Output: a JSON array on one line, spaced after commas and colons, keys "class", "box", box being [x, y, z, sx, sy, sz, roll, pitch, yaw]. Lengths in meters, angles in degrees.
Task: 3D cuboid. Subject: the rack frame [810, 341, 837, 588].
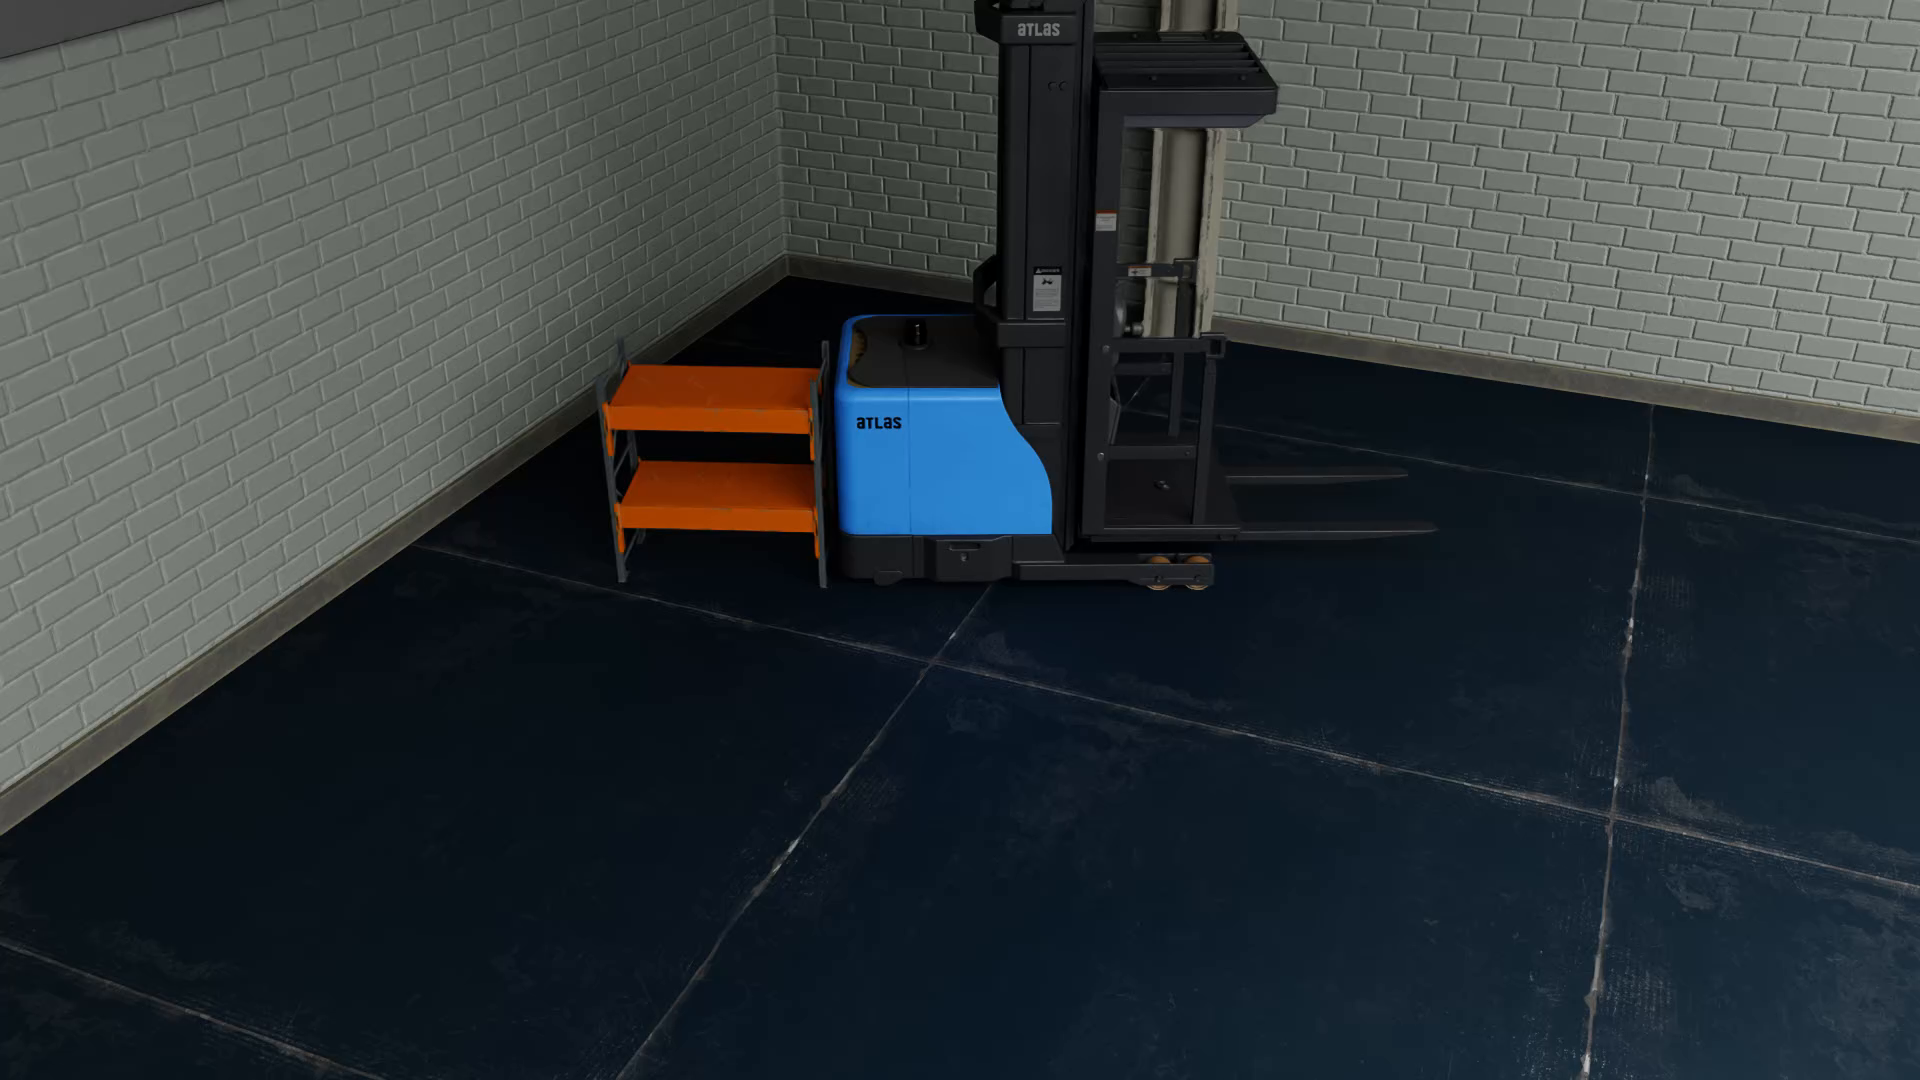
[{"class": "rack frame", "box": [-0.675, -0.371, 8.264, 0.032, 1.125, 0.500, 1, 30, 3]}]

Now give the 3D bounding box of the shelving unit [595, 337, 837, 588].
[{"class": "shelving unit", "box": [-1.183, -0.384, 8.286, 1.048, 1.125, 0.538, 1, 30, 3]}]

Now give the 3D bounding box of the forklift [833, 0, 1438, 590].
[{"class": "forklift", "box": [0.897, -1.288, 8.049, 3.031, 2.935, 1.130, 0, 29, -1]}]

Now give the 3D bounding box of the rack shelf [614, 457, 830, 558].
[{"class": "rack shelf", "box": [-1.183, -0.171, 8.407, 1.000, 0.278, 0.538, 1, 30, 3]}]

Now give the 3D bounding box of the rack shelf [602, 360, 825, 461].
[{"class": "rack shelf", "box": [-1.183, -0.639, 8.142, 1.000, 0.278, 0.538, 1, 30, 3]}]

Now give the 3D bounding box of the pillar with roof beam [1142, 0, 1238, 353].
[{"class": "pillar with roof beam", "box": [-0.174, -3.290, 5.426, 0.400, 9.000, 9.100, 11, 31, 19]}]

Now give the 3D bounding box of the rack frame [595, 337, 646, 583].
[{"class": "rack frame", "box": [-1.691, -0.397, 8.309, 0.032, 1.125, 0.500, 1, 30, 3]}]
